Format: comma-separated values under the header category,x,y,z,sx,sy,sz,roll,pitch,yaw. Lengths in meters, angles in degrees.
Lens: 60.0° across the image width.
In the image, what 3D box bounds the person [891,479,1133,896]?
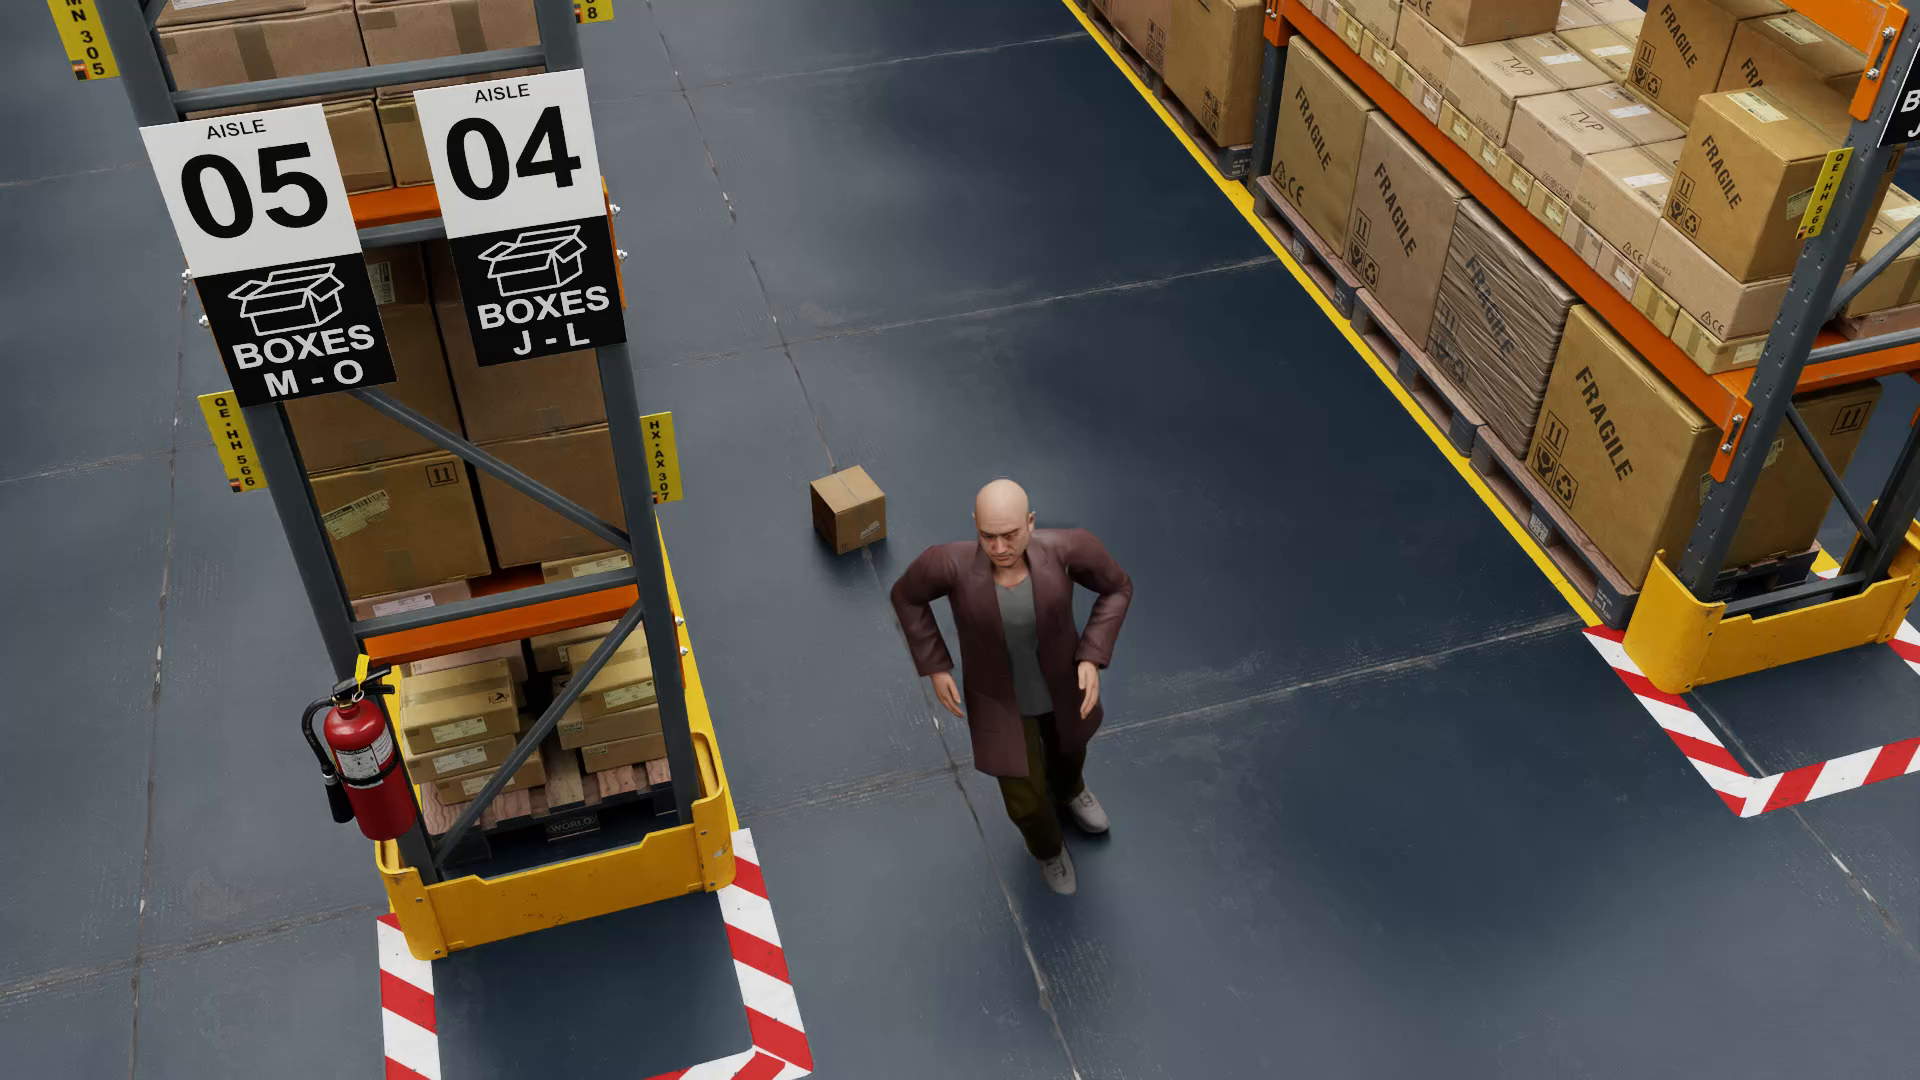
category,x,y,z,sx,sy,sz,roll,pitch,yaw
person,0.184,0.505,5.656,0.790,1.813,0.611,-6,42,-7
